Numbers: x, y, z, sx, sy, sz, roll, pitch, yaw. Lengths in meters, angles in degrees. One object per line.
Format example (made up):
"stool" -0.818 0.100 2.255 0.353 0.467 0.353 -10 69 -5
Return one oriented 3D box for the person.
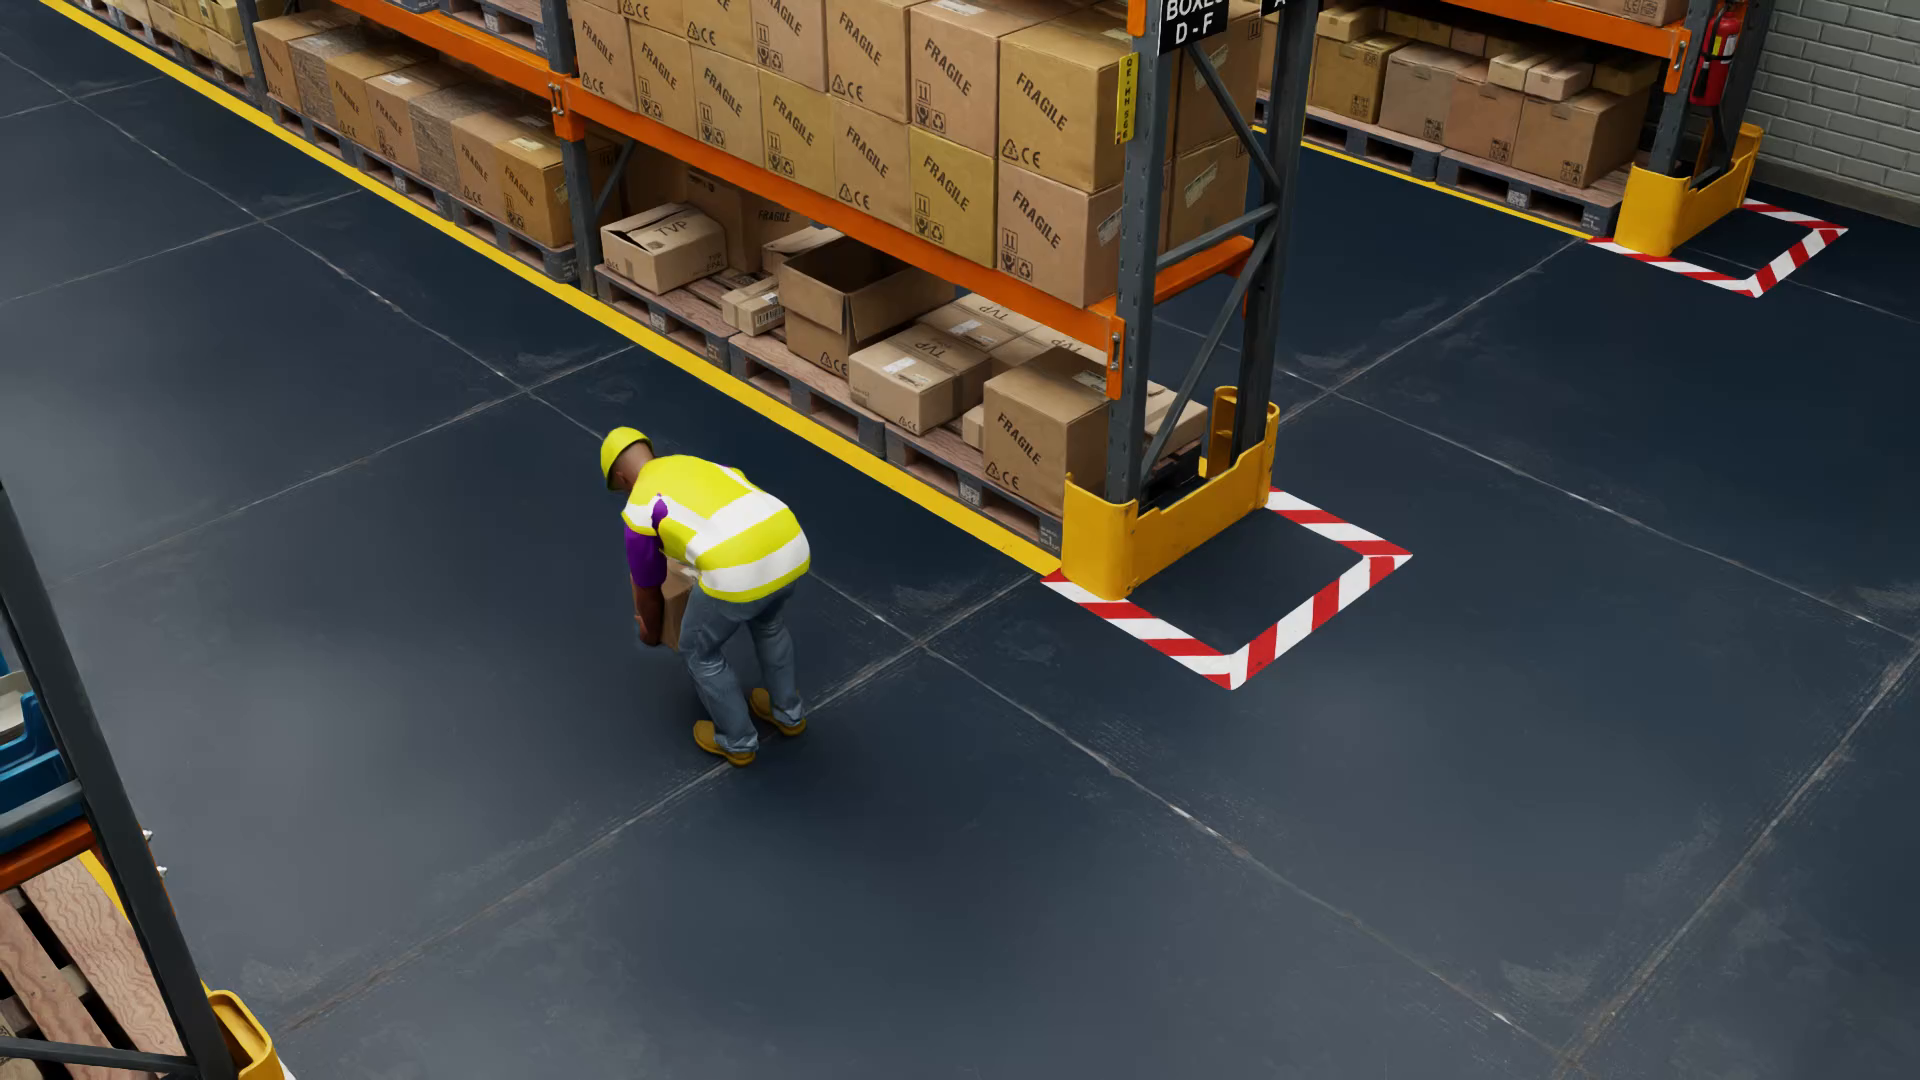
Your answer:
"person" -0.993 0.206 6.365 0.974 1.148 0.477 28 44 34
